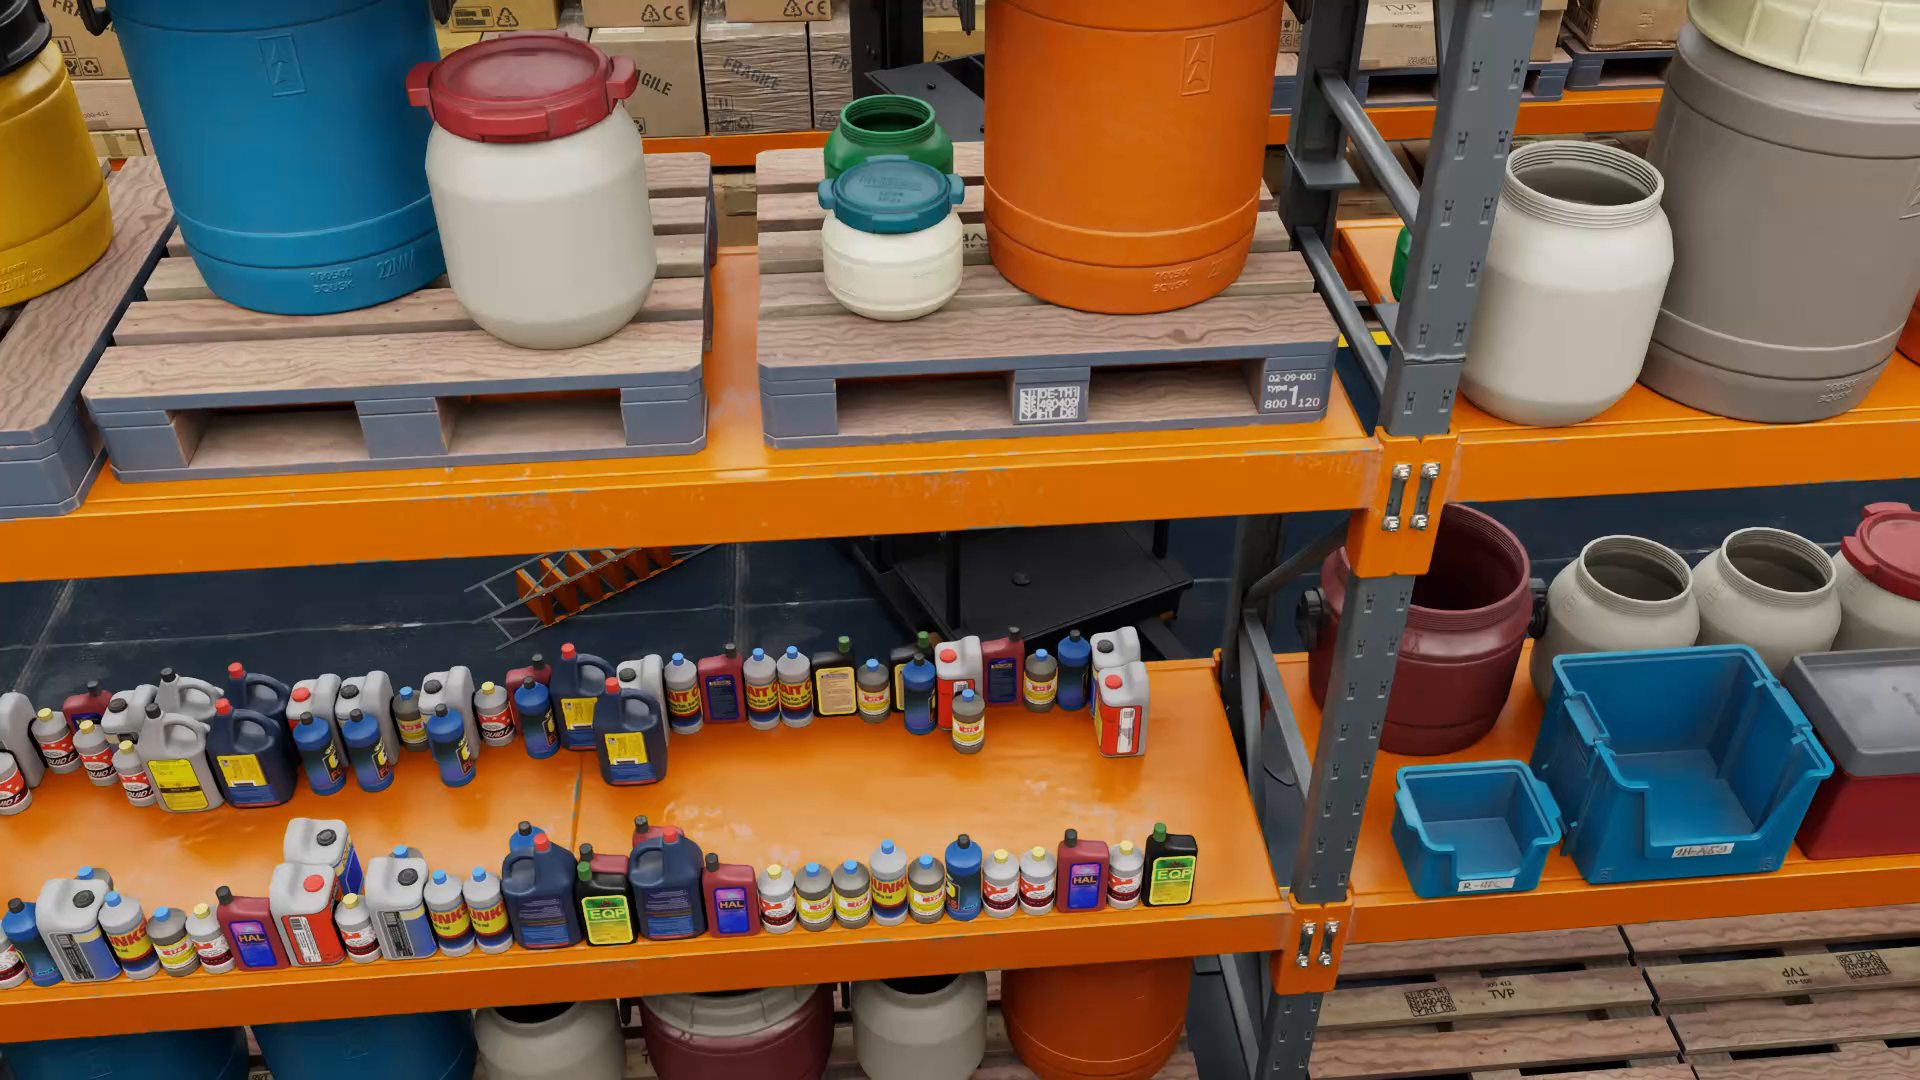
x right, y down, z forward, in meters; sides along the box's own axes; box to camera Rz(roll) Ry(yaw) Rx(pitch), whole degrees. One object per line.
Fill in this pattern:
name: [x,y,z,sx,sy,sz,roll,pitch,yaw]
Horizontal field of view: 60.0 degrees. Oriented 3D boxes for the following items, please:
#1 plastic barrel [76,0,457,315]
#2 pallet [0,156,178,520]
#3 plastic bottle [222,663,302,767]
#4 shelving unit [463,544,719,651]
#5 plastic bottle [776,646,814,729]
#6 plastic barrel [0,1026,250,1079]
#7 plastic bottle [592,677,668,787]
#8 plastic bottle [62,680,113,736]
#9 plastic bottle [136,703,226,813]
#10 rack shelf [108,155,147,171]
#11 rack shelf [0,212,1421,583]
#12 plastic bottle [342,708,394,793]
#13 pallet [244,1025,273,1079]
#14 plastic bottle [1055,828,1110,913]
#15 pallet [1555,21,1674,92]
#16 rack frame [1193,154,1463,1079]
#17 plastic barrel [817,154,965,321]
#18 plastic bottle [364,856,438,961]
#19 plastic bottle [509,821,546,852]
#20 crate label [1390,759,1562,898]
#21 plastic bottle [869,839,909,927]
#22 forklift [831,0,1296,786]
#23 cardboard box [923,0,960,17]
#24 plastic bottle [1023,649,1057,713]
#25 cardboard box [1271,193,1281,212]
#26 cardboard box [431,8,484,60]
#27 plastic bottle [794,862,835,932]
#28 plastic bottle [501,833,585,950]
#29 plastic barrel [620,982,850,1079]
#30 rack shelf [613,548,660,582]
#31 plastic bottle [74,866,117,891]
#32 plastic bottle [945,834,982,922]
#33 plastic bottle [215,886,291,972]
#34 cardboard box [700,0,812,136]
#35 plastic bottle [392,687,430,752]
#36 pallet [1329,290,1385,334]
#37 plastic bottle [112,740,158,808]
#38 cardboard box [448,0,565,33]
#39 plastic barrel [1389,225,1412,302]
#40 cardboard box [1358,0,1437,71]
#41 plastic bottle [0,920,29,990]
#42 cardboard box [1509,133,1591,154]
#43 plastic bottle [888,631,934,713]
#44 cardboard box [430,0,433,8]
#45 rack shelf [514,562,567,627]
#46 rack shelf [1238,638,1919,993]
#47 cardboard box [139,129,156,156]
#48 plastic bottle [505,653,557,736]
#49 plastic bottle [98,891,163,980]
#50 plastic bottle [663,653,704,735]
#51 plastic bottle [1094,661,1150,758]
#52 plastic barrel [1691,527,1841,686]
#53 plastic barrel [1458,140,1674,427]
plastic barrel: [-1.383,-0.994,3.423,0.708,0.901,0.600,-3,38,-4]
pallet: [-2.297,-0.473,3.659,1.003,0.211,1.213,-3,38,-4]
plastic bottle: [-1.999,0.490,4.747,0.185,0.351,0.144,-3,38,-4]
shelving unit: [-1.606,0.106,7.457,1.200,0.189,0.258,-28,46,-30]
plastic bottle: [-0.486,0.424,4.895,0.097,0.271,0.097,0,38,0]
plastic barrel: [-2.526,1.373,4.943,0.708,0.901,0.600,-3,38,-4]
plastic bottle: [-0.938,0.527,4.701,0.185,0.351,0.144,-3,38,-4]
plastic bottle: [-2.479,0.517,4.767,0.133,0.283,0.061,-3,38,-4]
plastic bottle: [-2.170,0.590,4.621,0.185,0.351,0.144,-3,38,-4]
rack shelf: [-5.500,-1.930,8.356,4.000,0.370,1.077,-3,38,-4]
rack shelf: [-1.077,-0.271,3.831,4.000,0.370,1.077,-3,38,-4]
plastic bottle: [-1.676,0.584,4.692,0.097,0.271,0.097,0,38,0]
pallet: [-2.297,1.812,5.284,1.213,0.211,1.003,-3,38,-4]
plastic bottle: [0.320,0.858,4.335,0.133,0.283,0.061,-3,38,-4]
pallet: [3.686,-2.734,8.948,1.213,0.211,1.003,-3,38,-4]
rack frame: [0.915,0.514,4.677,0.127,3.000,1.000,-3,38,-4]
plastic barrel: [-0.140,-0.625,3.471,0.301,0.262,0.301,0,38,0]
plastic bottle: [-1.422,0.928,4.252,0.135,0.276,0.152,-3,38,-4]
plastic bottle: [-1.122,0.841,4.366,0.097,0.271,0.097,0,38,0]
crate label: [1.367,0.788,4.465,0.416,0.233,0.303,-3,38,-4]
plastic bottle: [-0.185,0.879,4.318,0.097,0.271,0.097,0,38,0]
forklift: [0.287,-0.808,6.408,1.130,2.935,3.031,-18,42,-21]
cardboard box: [-0.254,-2.945,8.170,0.637,0.503,0.797,-2,38,-2]
plastic bottle: [0.240,0.411,4.968,0.097,0.201,0.097,0,38,0]
cardboard box: [1.693,-1.821,9.299,0.500,0.500,0.700,-6,39,-8]
cardboard box: [-2.527,-2.261,8.113,0.500,0.500,0.500,-3,38,-4]
plastic bottle: [-0.379,0.917,4.326,0.097,0.201,0.097,0,38,0]
plastic bottle: [-1.068,0.882,4.250,0.185,0.351,0.144,-3,38,-4]
plastic barrel: [-0.696,1.395,5.168,0.708,0.588,0.600,-3,38,-4]
rack shelf: [-1.480,0.040,7.540,0.103,0.180,0.258,-28,46,-30]
plastic bottle: [-2.240,0.925,4.316,0.097,0.201,0.097,0,38,0]
plastic bottle: [0.009,0.868,4.332,0.097,0.271,0.097,0,38,0]
plastic bottle: [-1.782,0.974,4.189,0.133,0.283,0.061,-3,38,-4]
cardboard box: [-1.008,-2.347,8.222,0.500,0.500,0.500,-4,38,-5]
plastic bottle: [-1.592,0.512,4.840,0.097,0.201,0.097,0,38,0]
pallet: [2.467,-1.554,9.549,1.213,0.211,1.003,-3,38,-4]
plastic bottle: [-2.312,0.646,4.670,0.097,0.201,0.097,0,38,0]
cardboard box: [-2.188,-2.826,8.020,0.637,0.503,0.797,-3,38,-3]
plastic barrel: [1.156,-0.648,3.853,0.294,0.245,0.294,0,38,0]
cardboard box: [2.166,-2.598,8.403,0.500,0.250,0.500,-4,38,-5]
plastic bottle: [-2.420,1.030,4.184,0.097,0.201,0.097,0,38,0]
cardboard box: [3.370,-1.918,9.422,0.500,0.500,0.700,-3,38,-4]
plastic bottle: [-0.143,0.389,4.930,0.133,0.283,0.061,-3,38,-4]
cardboard box: [-2.573,-2.579,8.516,0.500,0.500,0.500,-2,38,-3]
rack shelf: [-1.847,0.233,7.299,0.103,0.180,0.258,-28,46,-30]
rack shelf: [2.907,0.687,5.039,4.000,0.370,1.077,-3,38,-4]
cardboard box: [-3.783,-2.005,8.072,0.250,0.149,0.380,-3,38,-4]
plastic bottle: [-1.248,0.450,4.853,0.133,0.283,0.061,-3,38,-4]
plastic bottle: [-2.092,0.984,4.185,0.097,0.271,0.097,0,38,0]
plastic bottle: [-0.813,0.442,4.872,0.097,0.271,0.097,0,38,0]
plastic bottle: [0.468,0.481,4.819,0.135,0.276,0.152,-3,38,-4]
plastic barrel: [2.340,0.259,4.910,0.421,0.512,0.421,0,38,0]
plastic barrel: [1.251,-0.535,3.495,0.421,0.512,0.421,0,38,0]
